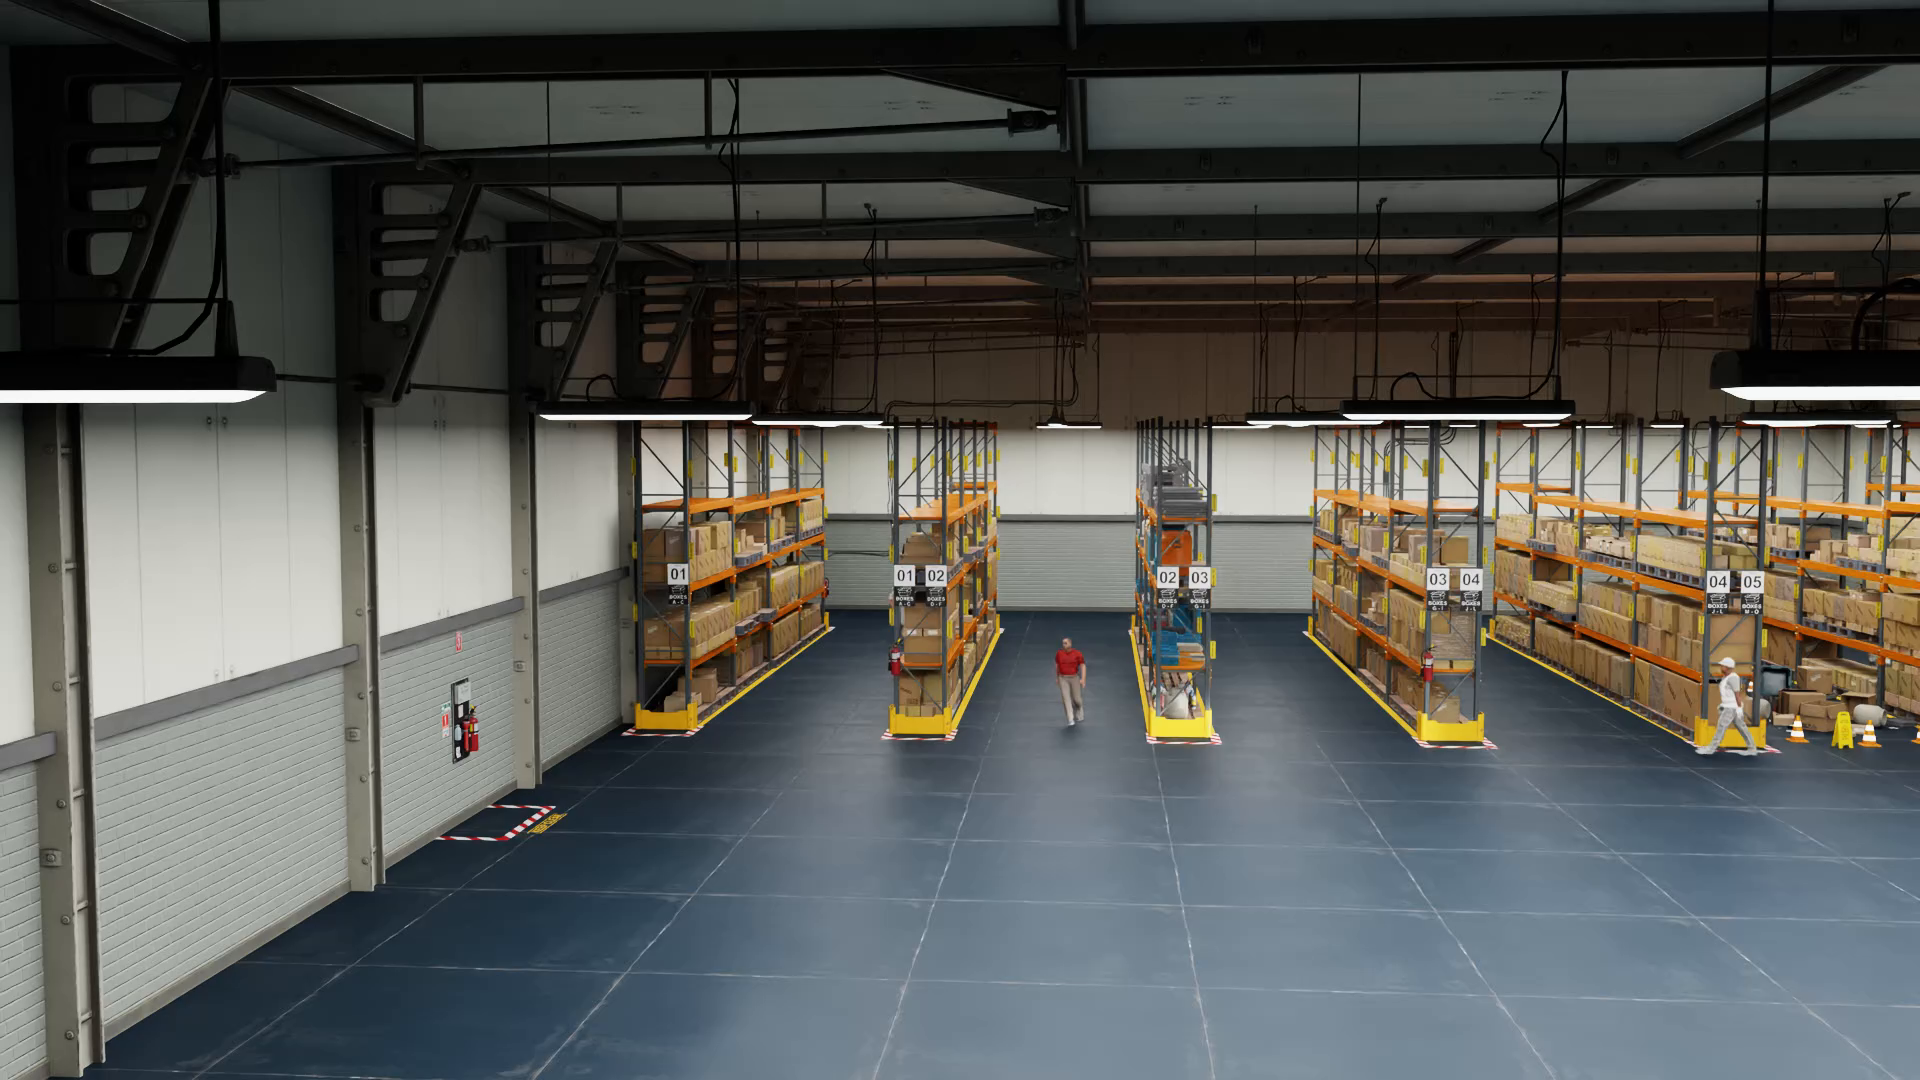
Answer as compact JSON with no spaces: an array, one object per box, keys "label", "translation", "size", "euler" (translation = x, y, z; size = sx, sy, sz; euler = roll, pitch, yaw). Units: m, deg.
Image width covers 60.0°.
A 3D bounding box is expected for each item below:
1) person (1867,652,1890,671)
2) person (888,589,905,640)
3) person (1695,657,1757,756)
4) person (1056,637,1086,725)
[{"label":"person","translation":[21.670,2.291,39.062],"size":[0.507,1.806,0.542],"euler":[0,4,-4]},{"label":"person","translation":[-1.605,1.908,45.594],"size":[0.663,1.687,0.740],"euler":[1,4,16]},{"label":"person","translation":[13.496,2.922,29.253],"size":[1.010,1.717,0.609],"euler":[1,4,20]},{"label":"person","translation":[2.164,2.744,32.550],"size":[0.614,1.684,0.725],"euler":[1,4,9]}]
